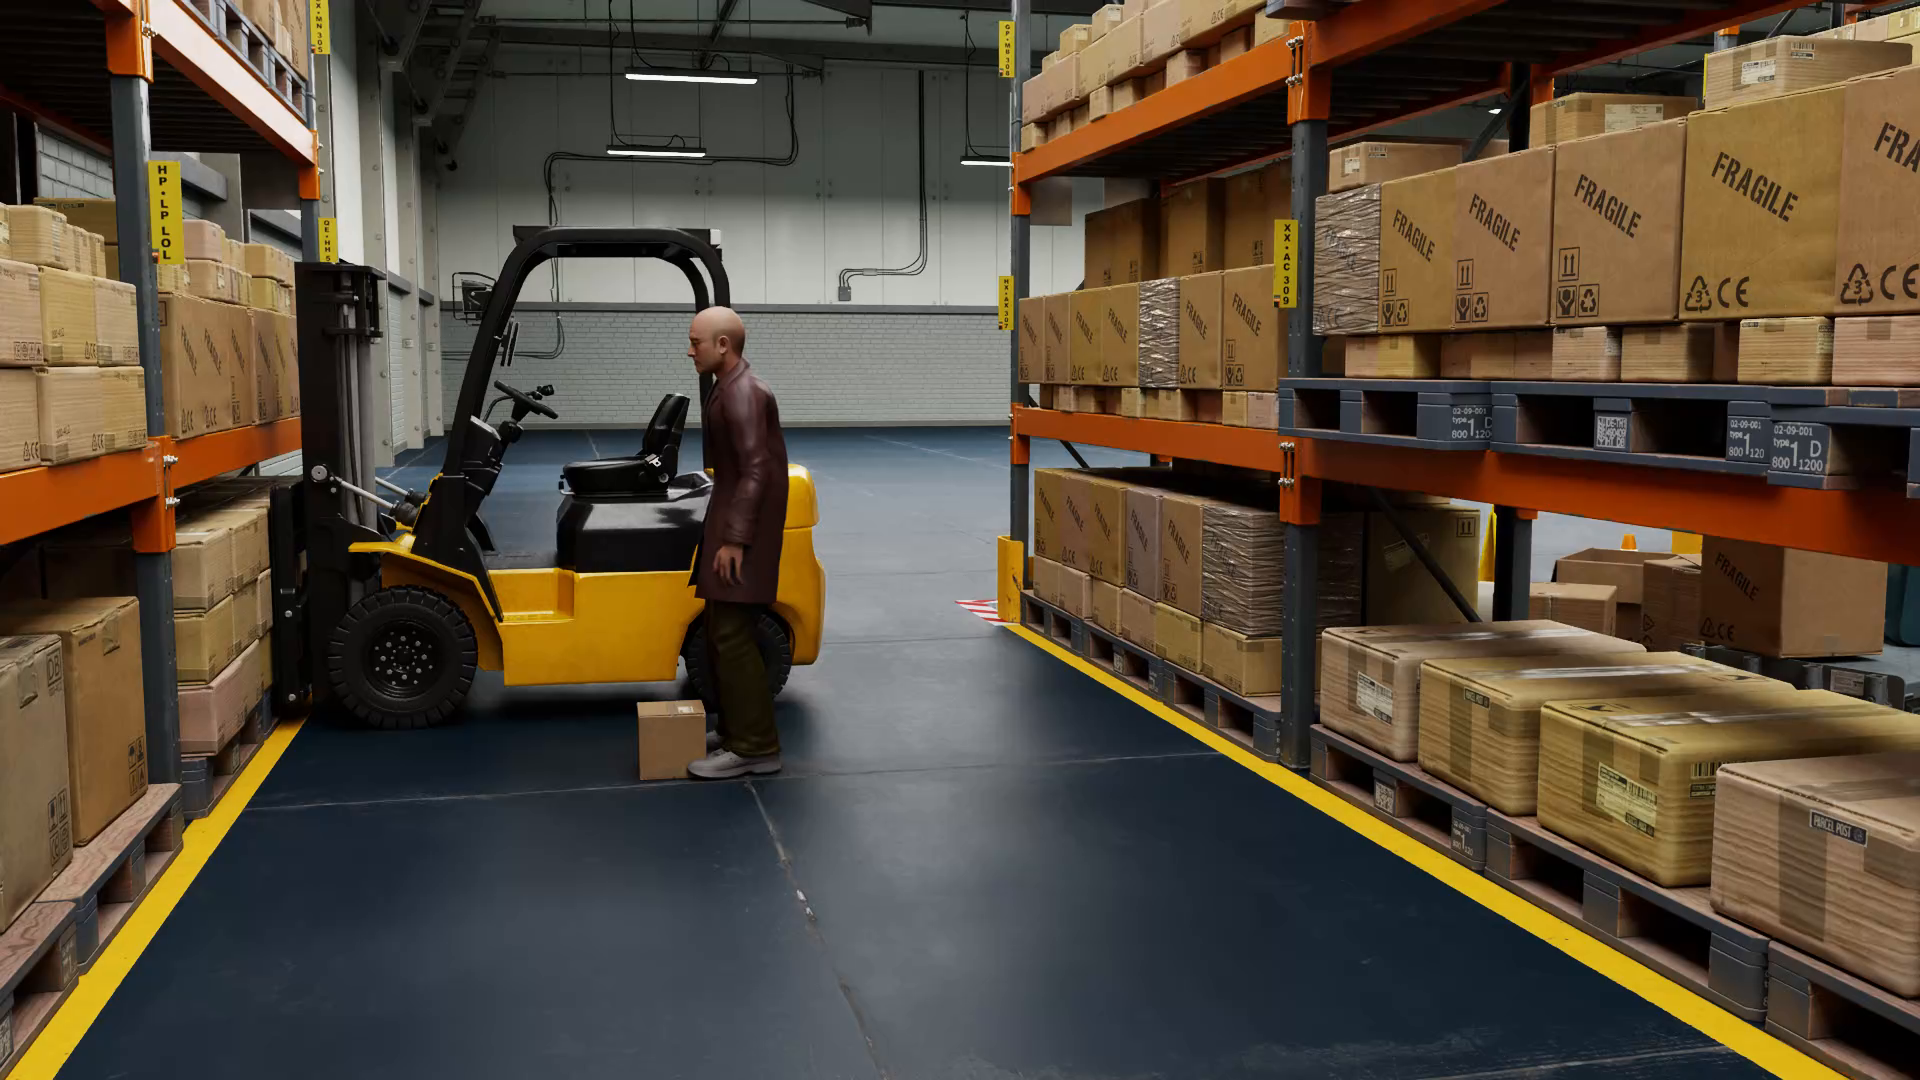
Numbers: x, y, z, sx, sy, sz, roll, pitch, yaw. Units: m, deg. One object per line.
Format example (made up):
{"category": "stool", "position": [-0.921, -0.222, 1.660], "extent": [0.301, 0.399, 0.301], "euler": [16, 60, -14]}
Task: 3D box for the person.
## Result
{"category": "person", "position": [-0.872, 0.000, 6.379], "extent": [0.428, 1.773, 0.643], "euler": [-1, 6, -13]}
